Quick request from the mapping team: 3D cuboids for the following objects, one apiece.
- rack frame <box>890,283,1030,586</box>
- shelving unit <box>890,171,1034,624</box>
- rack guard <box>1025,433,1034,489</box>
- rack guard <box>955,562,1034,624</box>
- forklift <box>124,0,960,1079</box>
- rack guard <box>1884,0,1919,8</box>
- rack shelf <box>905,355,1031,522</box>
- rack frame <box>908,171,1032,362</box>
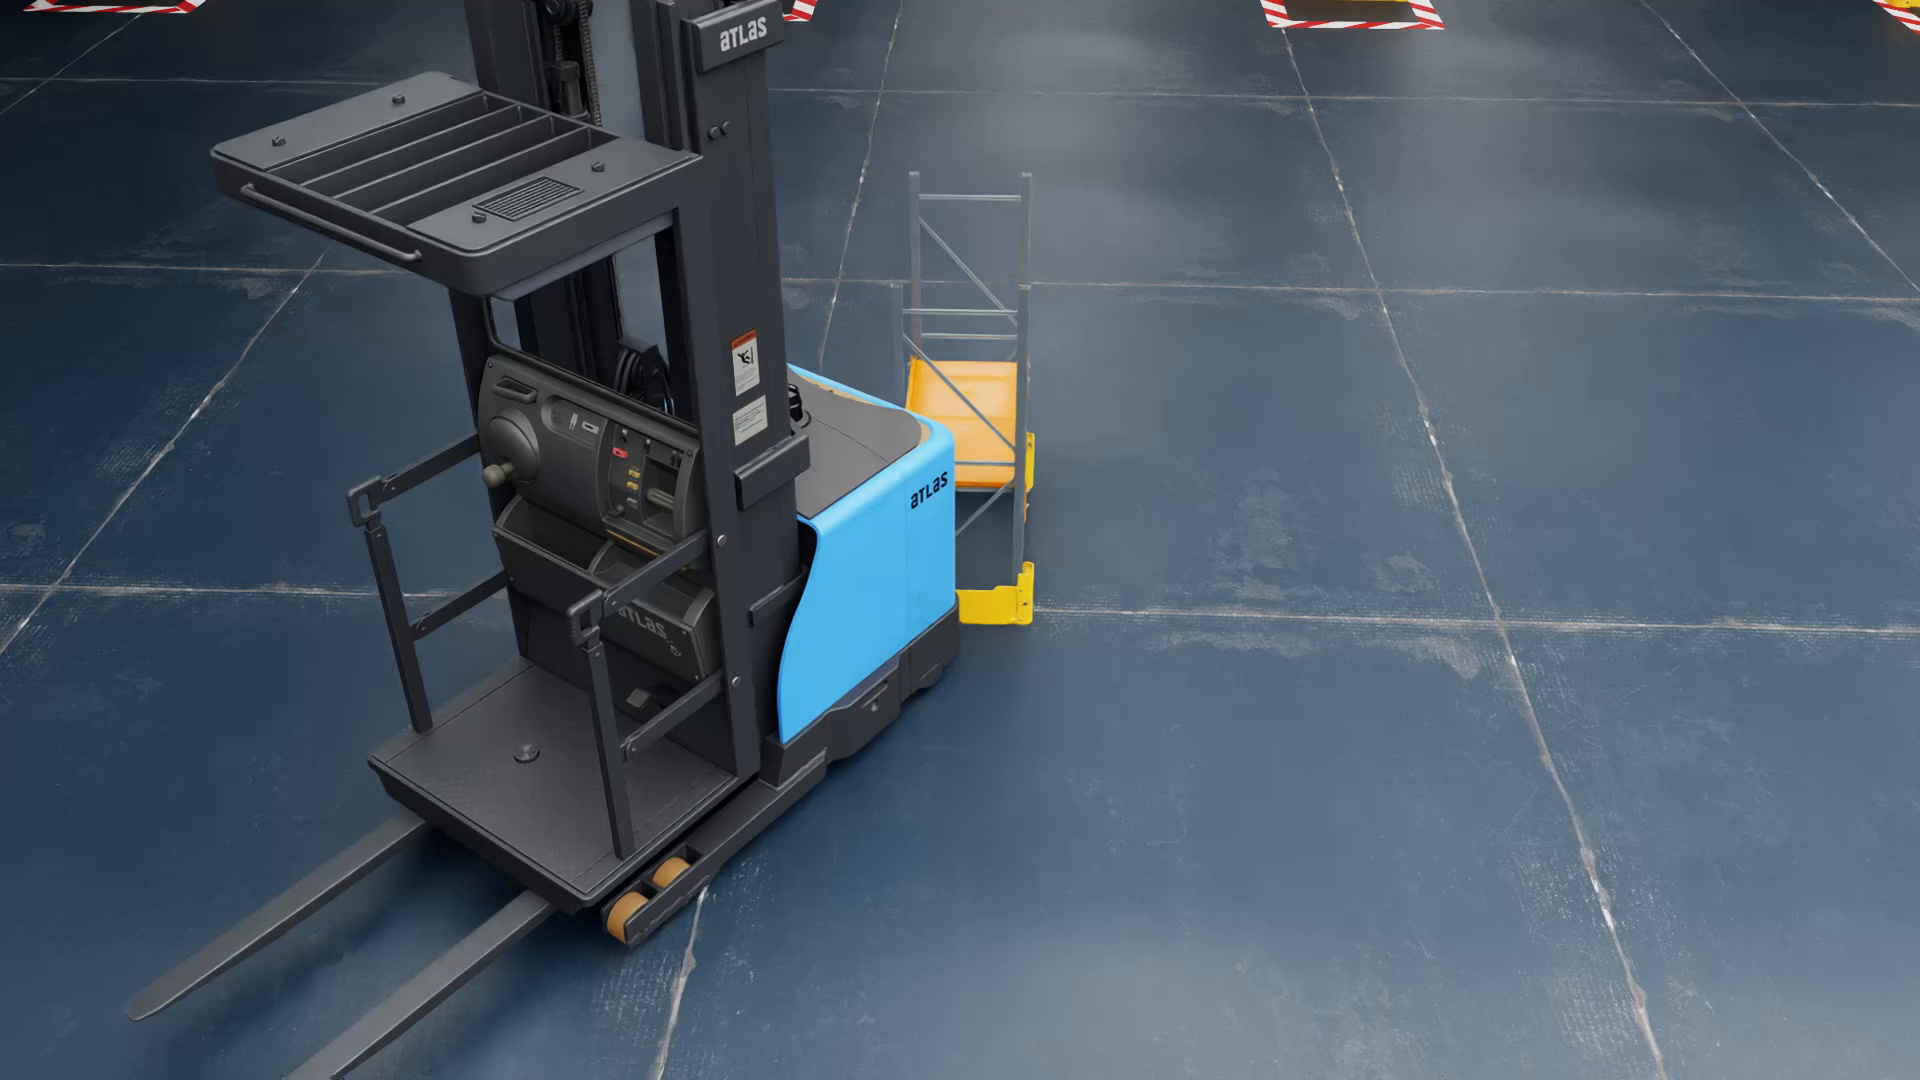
[{"bbox_3d":[0.001,-0.292,6.361,0.500,1.500,0.032,1,35,2],"label":"rack frame"},{"bbox_3d":[0.021,-0.589,6.784,0.587,1.500,1.083,1,35,2],"label":"shelving unit"},{"bbox_3d":[0.041,-0.364,7.550,0.587,0.250,0.087,1,35,2],"label":"rack guard"},{"bbox_3d":[0.002,0.208,6.736,0.587,0.250,0.087,1,35,2],"label":"rack guard"},{"bbox_3d":[-1.287,-0.211,5.001,1.130,2.935,3.031,23,41,29],"label":"forklift"},{"bbox_3d":[8.069,-4.556,13.298,1.175,0.500,0.348,1,35,2],"label":"rack guard"},{"bbox_3d":[0.021,-0.437,6.880,0.538,0.185,1.000,1,35,2],"label":"rack shelf"},{"bbox_3d":[0.041,-0.876,7.192,0.500,1.500,0.032,1,35,2],"label":"rack frame"}]
